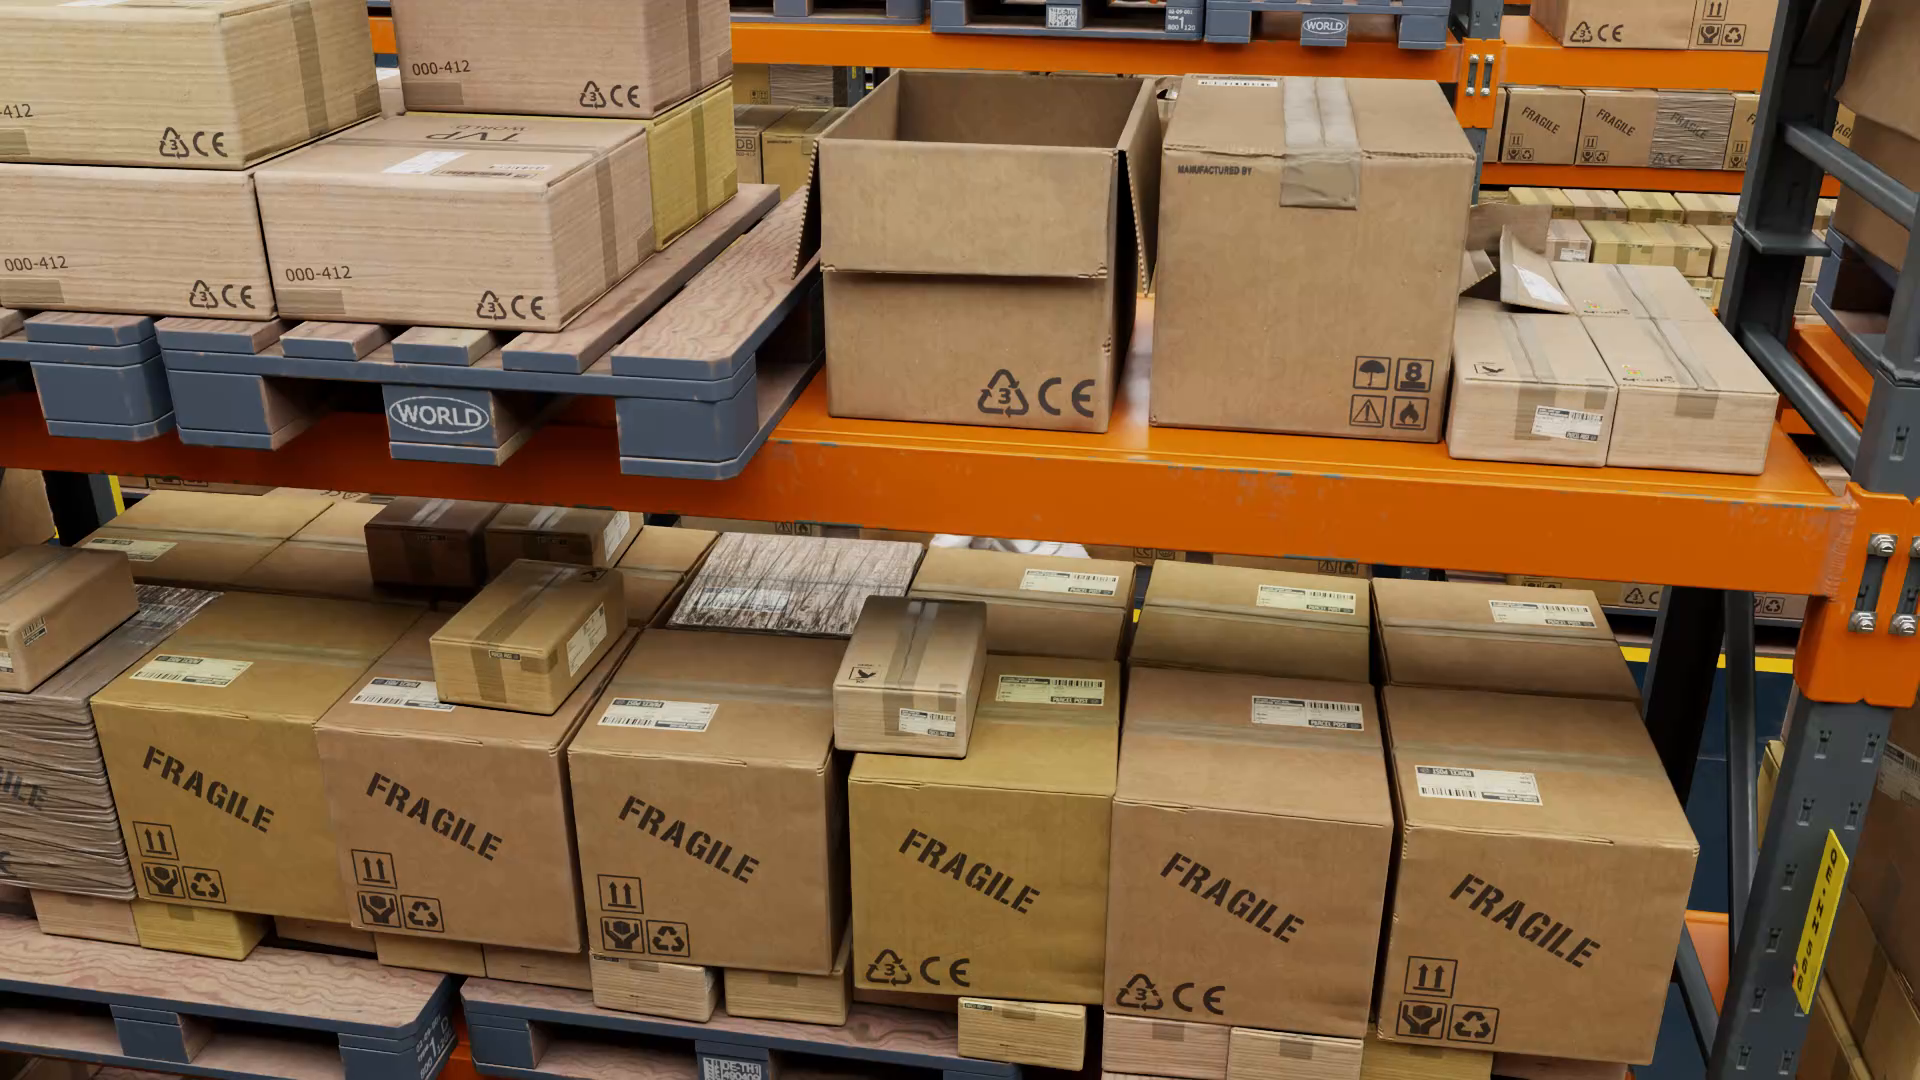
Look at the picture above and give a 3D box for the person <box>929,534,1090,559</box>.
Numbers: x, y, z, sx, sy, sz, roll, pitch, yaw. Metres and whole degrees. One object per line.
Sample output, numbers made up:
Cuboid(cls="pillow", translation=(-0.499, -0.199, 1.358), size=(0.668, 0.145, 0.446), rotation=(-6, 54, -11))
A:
Cuboid(cls="person", translation=(0.112, 0.188, 7.349), size=(0.900, 1.205, 0.577), rotation=(9, 26, 20))
